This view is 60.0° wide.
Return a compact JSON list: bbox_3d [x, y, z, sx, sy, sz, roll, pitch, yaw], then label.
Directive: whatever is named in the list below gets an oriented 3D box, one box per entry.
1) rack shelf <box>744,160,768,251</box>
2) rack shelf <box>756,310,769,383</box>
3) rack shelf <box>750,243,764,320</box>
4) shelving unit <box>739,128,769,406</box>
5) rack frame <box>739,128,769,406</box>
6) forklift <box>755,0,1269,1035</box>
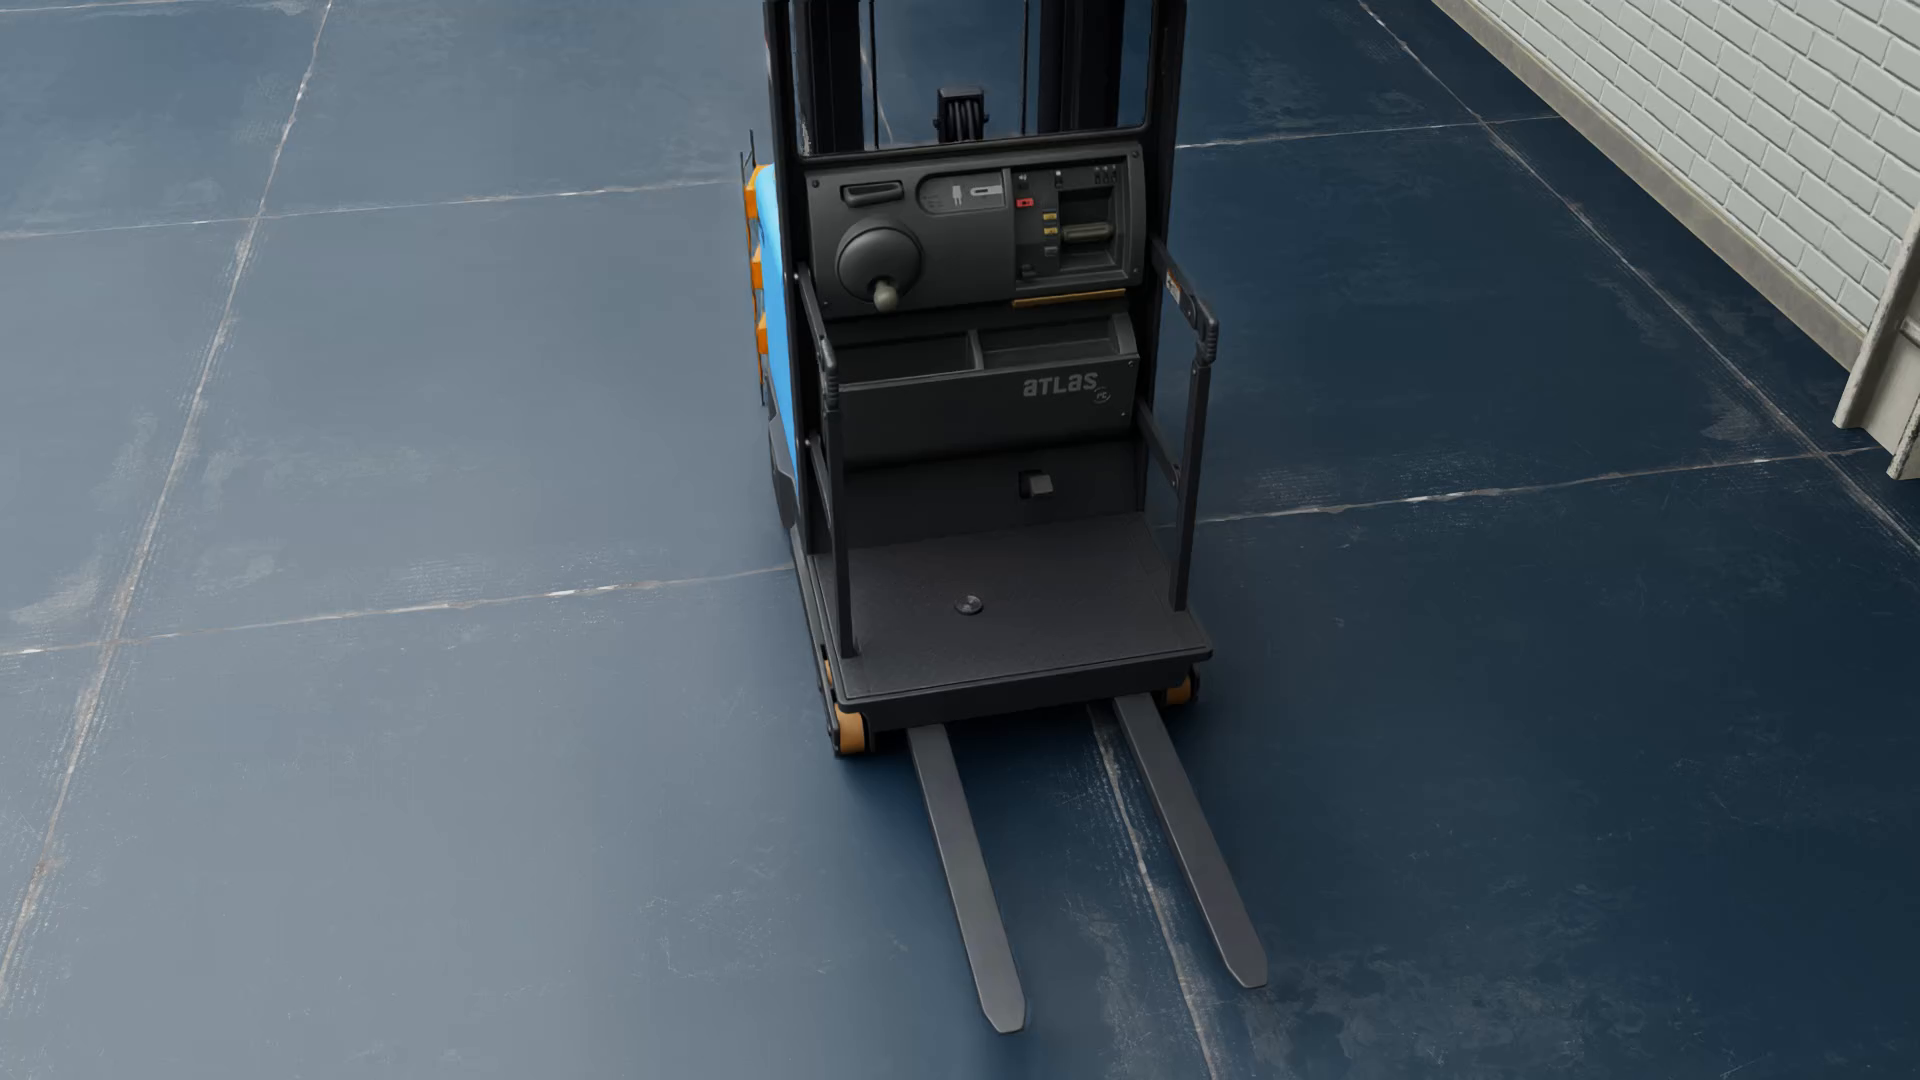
[{"bbox_3d":[-0.631,-1.199,5.993,0.240,0.259,0.215,4,38,5],"label":"rack shelf"},{"bbox_3d":[-0.631,-0.756,6.337,0.240,0.259,0.215,4,38,5],"label":"rack shelf"},{"bbox_3d":[-0.631,-0.975,6.167,0.240,0.259,0.215,4,38,5],"label":"rack shelf"},{"bbox_3d":[-0.631,-0.984,6.160,0.252,1.050,0.215,4,38,5],"label":"shelving unit"},{"bbox_3d":[-0.753,-0.991,6.170,0.008,1.050,0.200,4,38,5],"label":"rack frame"},{"bbox_3d":[0.100,-0.775,4.358,1.130,2.935,3.031,-8,38,-10],"label":"forklift"}]
